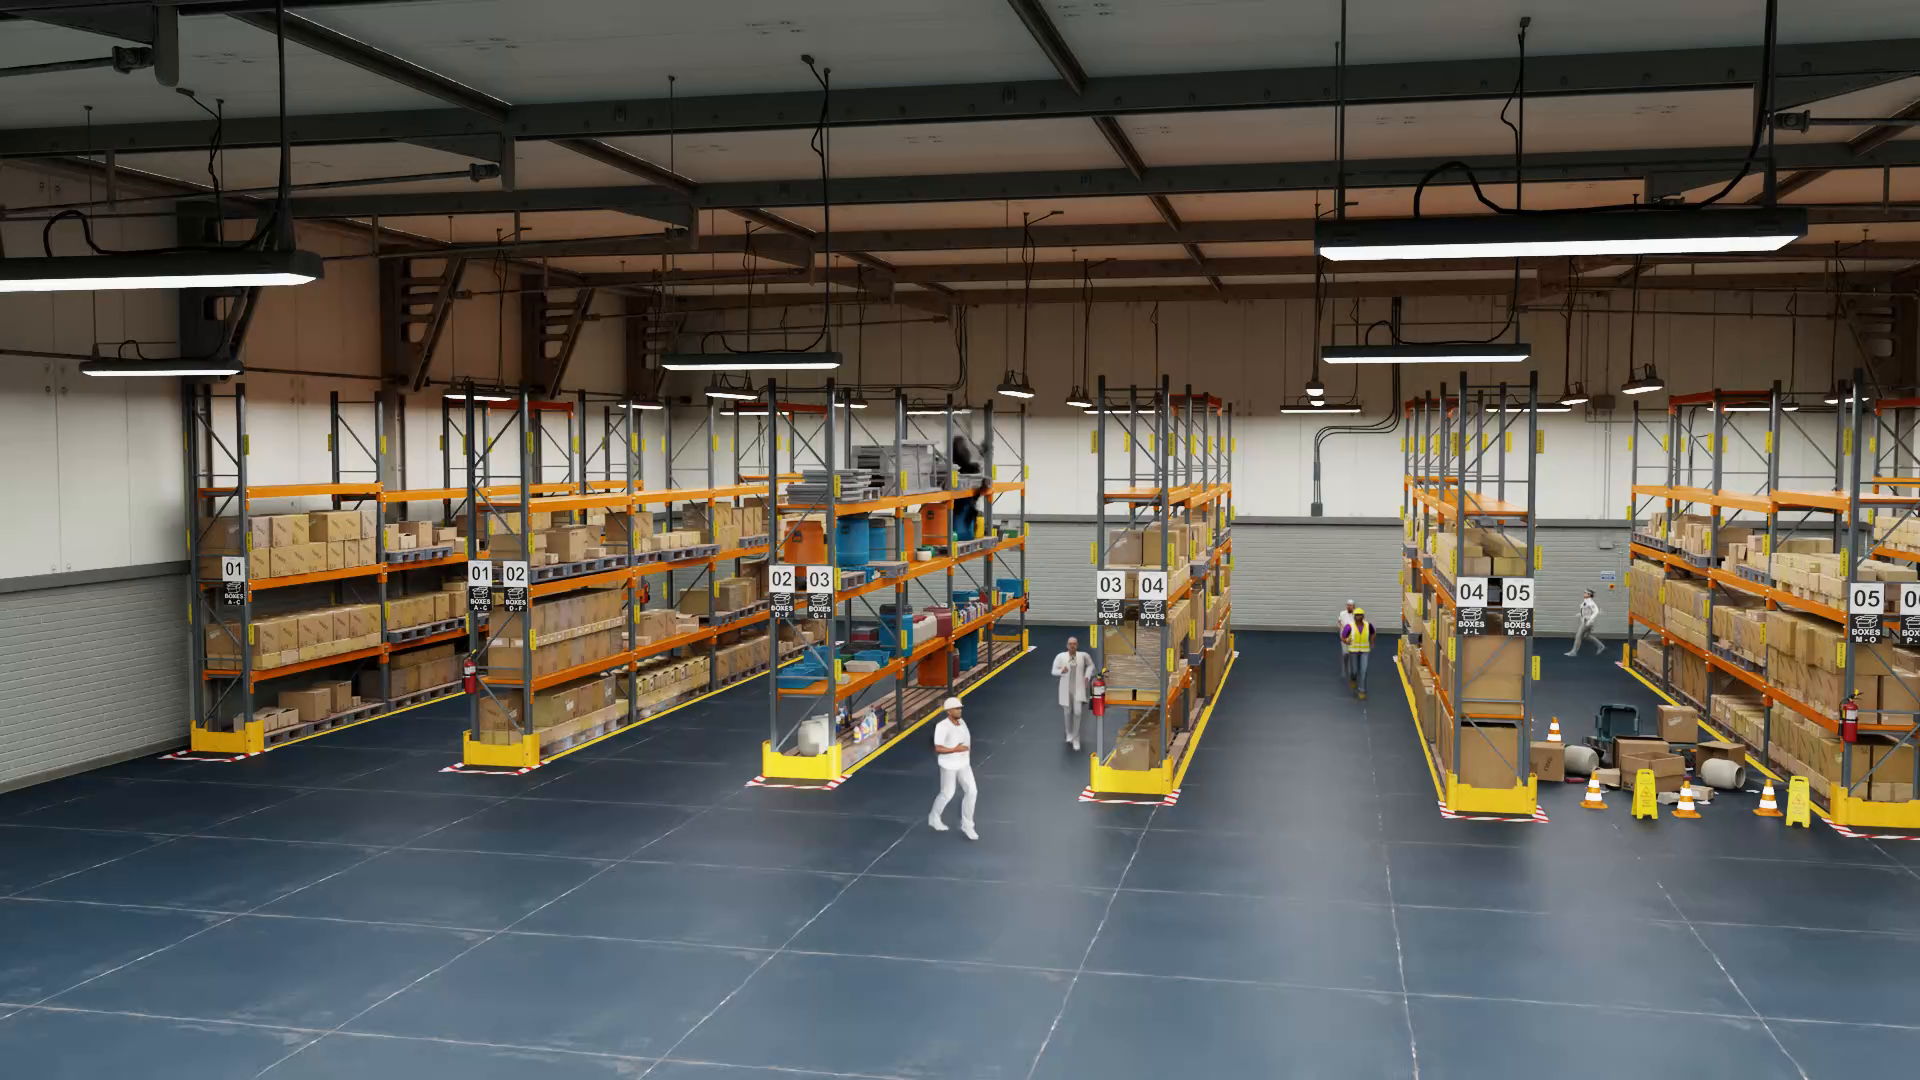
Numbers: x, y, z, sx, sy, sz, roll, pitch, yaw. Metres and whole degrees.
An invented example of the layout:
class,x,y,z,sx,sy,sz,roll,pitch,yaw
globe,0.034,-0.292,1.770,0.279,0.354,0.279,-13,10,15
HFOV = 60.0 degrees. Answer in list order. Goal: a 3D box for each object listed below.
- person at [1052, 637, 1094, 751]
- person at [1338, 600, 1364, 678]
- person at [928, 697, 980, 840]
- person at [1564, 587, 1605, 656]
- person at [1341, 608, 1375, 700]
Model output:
class,x,y,z,sx,sy,sz,roll,pitch,yaw
person,1.865,2.561,27.575,0.685,1.757,0.832,0,3,7
person,8.439,2.144,35.882,0.567,1.726,0.725,1,3,16
person,-0.092,2.912,21.190,0.787,1.831,0.676,3,5,44
person,14.674,1.923,38.945,0.943,1.649,0.672,1,3,13
person,7.906,2.227,32.965,0.700,1.762,0.957,0,3,5
